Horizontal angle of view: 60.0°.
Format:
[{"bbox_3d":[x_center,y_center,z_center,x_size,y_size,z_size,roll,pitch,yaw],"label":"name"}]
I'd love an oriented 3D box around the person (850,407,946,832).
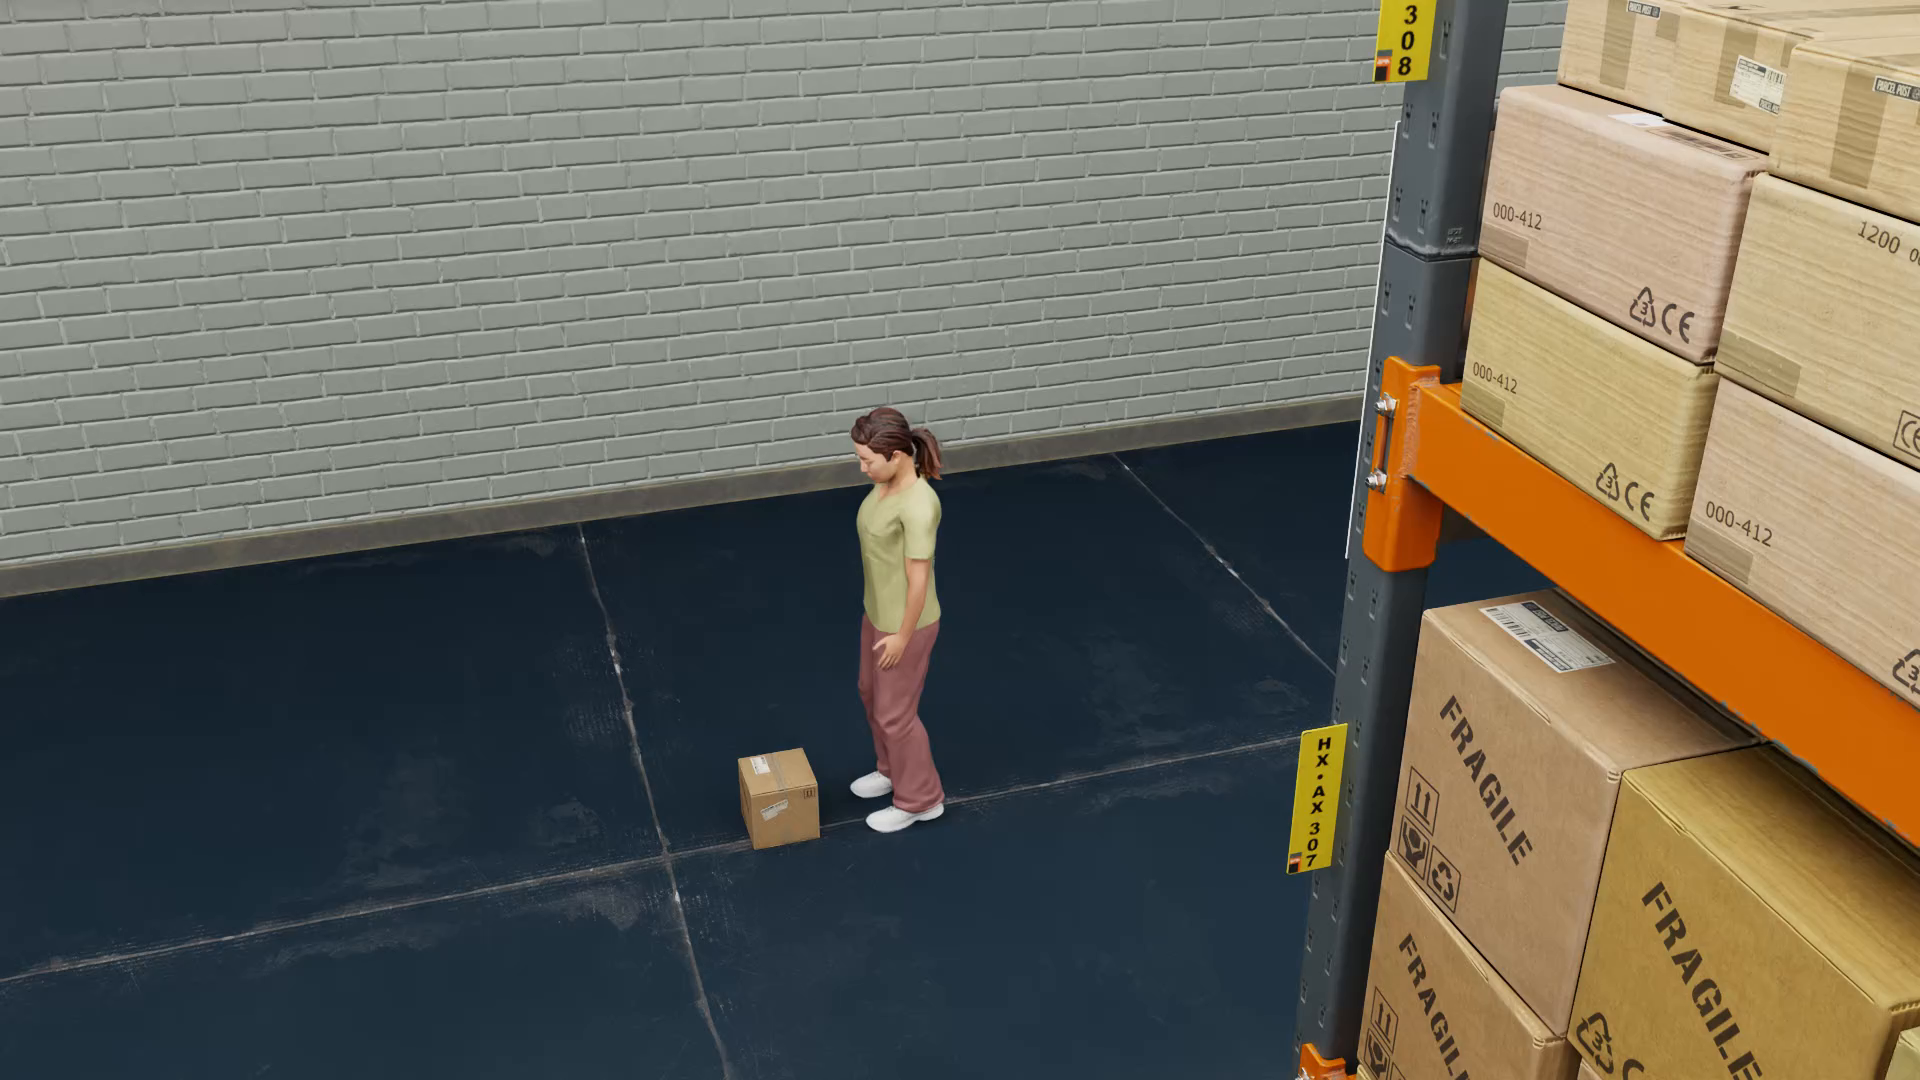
[{"bbox_3d":[-0.218,0.288,6.056,0.354,1.666,0.452,-8,27,-15],"label":"person"}]
